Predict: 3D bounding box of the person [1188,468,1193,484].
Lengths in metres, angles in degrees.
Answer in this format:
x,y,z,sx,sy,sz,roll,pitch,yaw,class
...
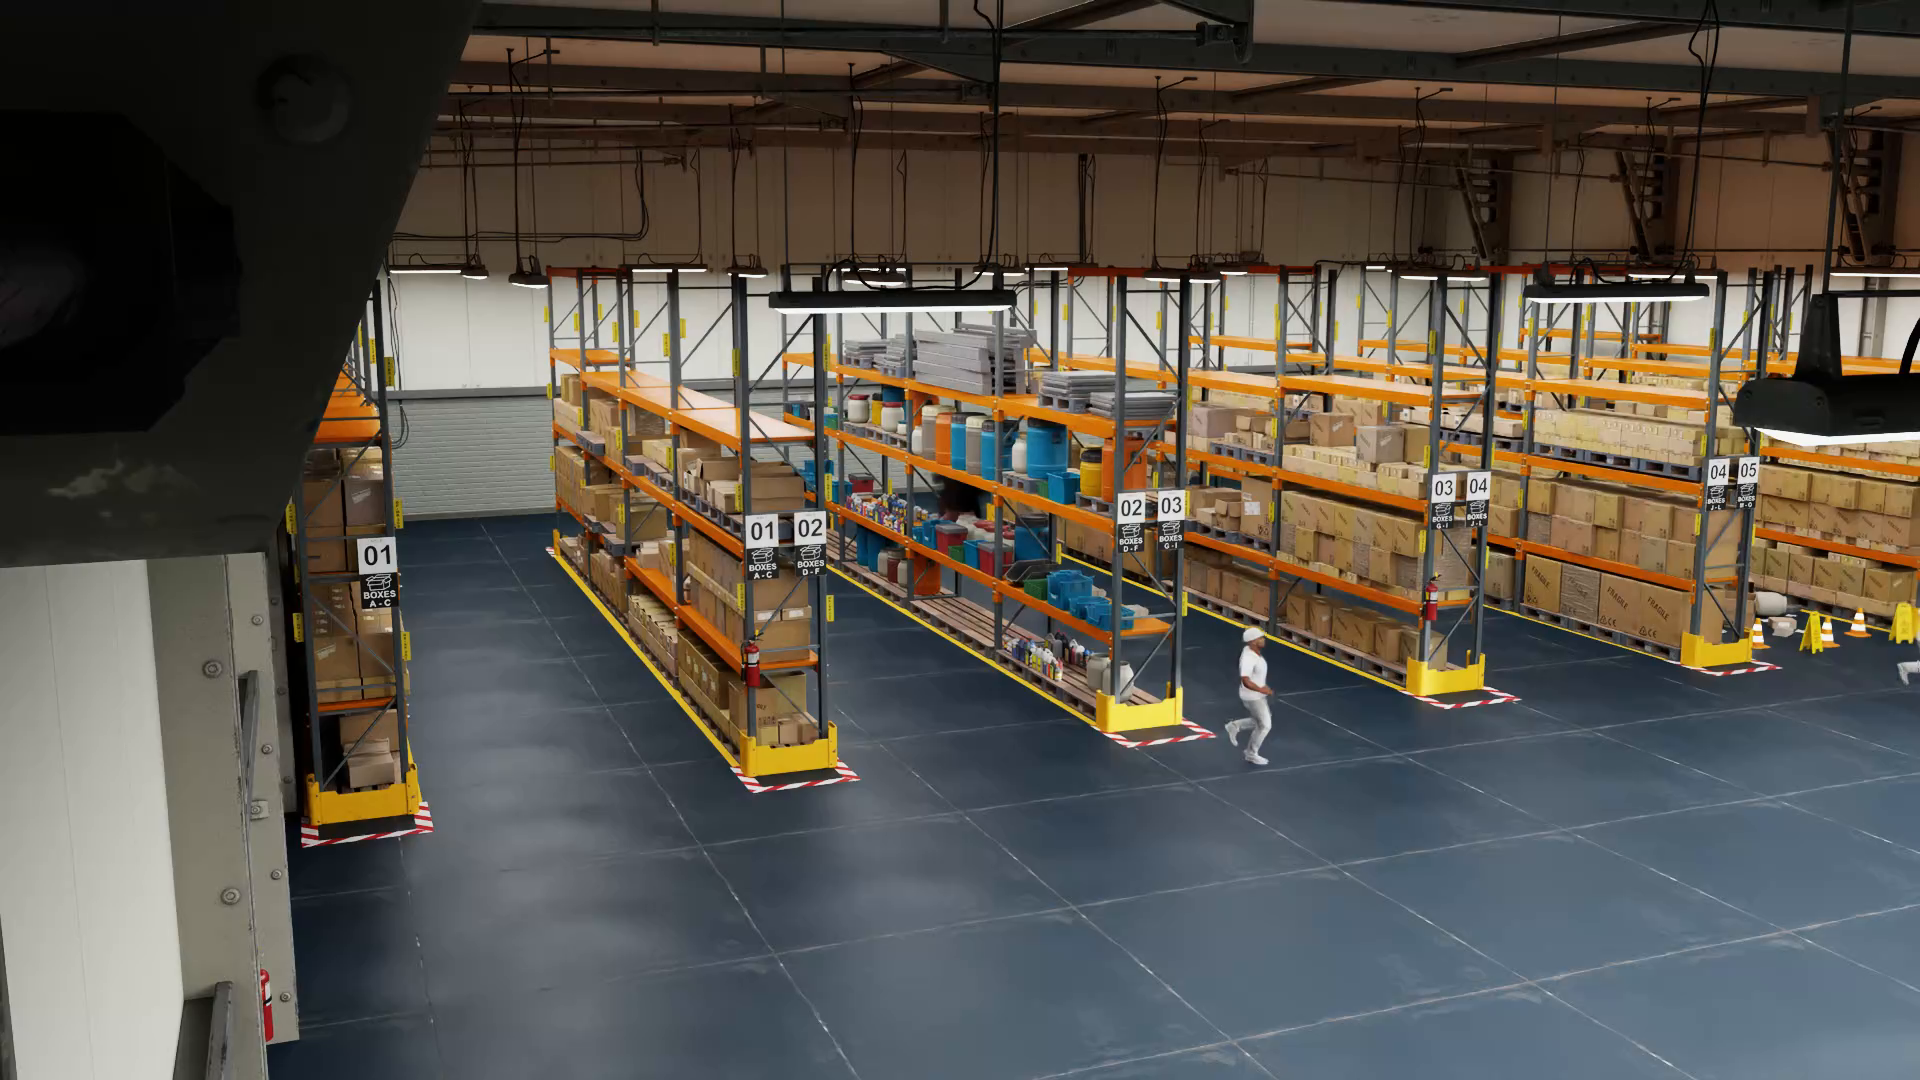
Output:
x,y,z,sx,sy,sz,roll,pitch,yaw,class
5.651,-1.752,41.869,0.664,1.681,0.598,9,13,41,person

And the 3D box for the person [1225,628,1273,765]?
x,y,z,sx,sy,sz,roll,pitch,yaw,class
3.600,1.929,20.686,0.584,1.725,0.748,2,10,10,person

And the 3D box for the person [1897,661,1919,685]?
x,y,z,sx,sy,sz,roll,pitch,yaw,class
13.759,1.449,23.518,0.797,1.759,0.682,3,10,19,person
